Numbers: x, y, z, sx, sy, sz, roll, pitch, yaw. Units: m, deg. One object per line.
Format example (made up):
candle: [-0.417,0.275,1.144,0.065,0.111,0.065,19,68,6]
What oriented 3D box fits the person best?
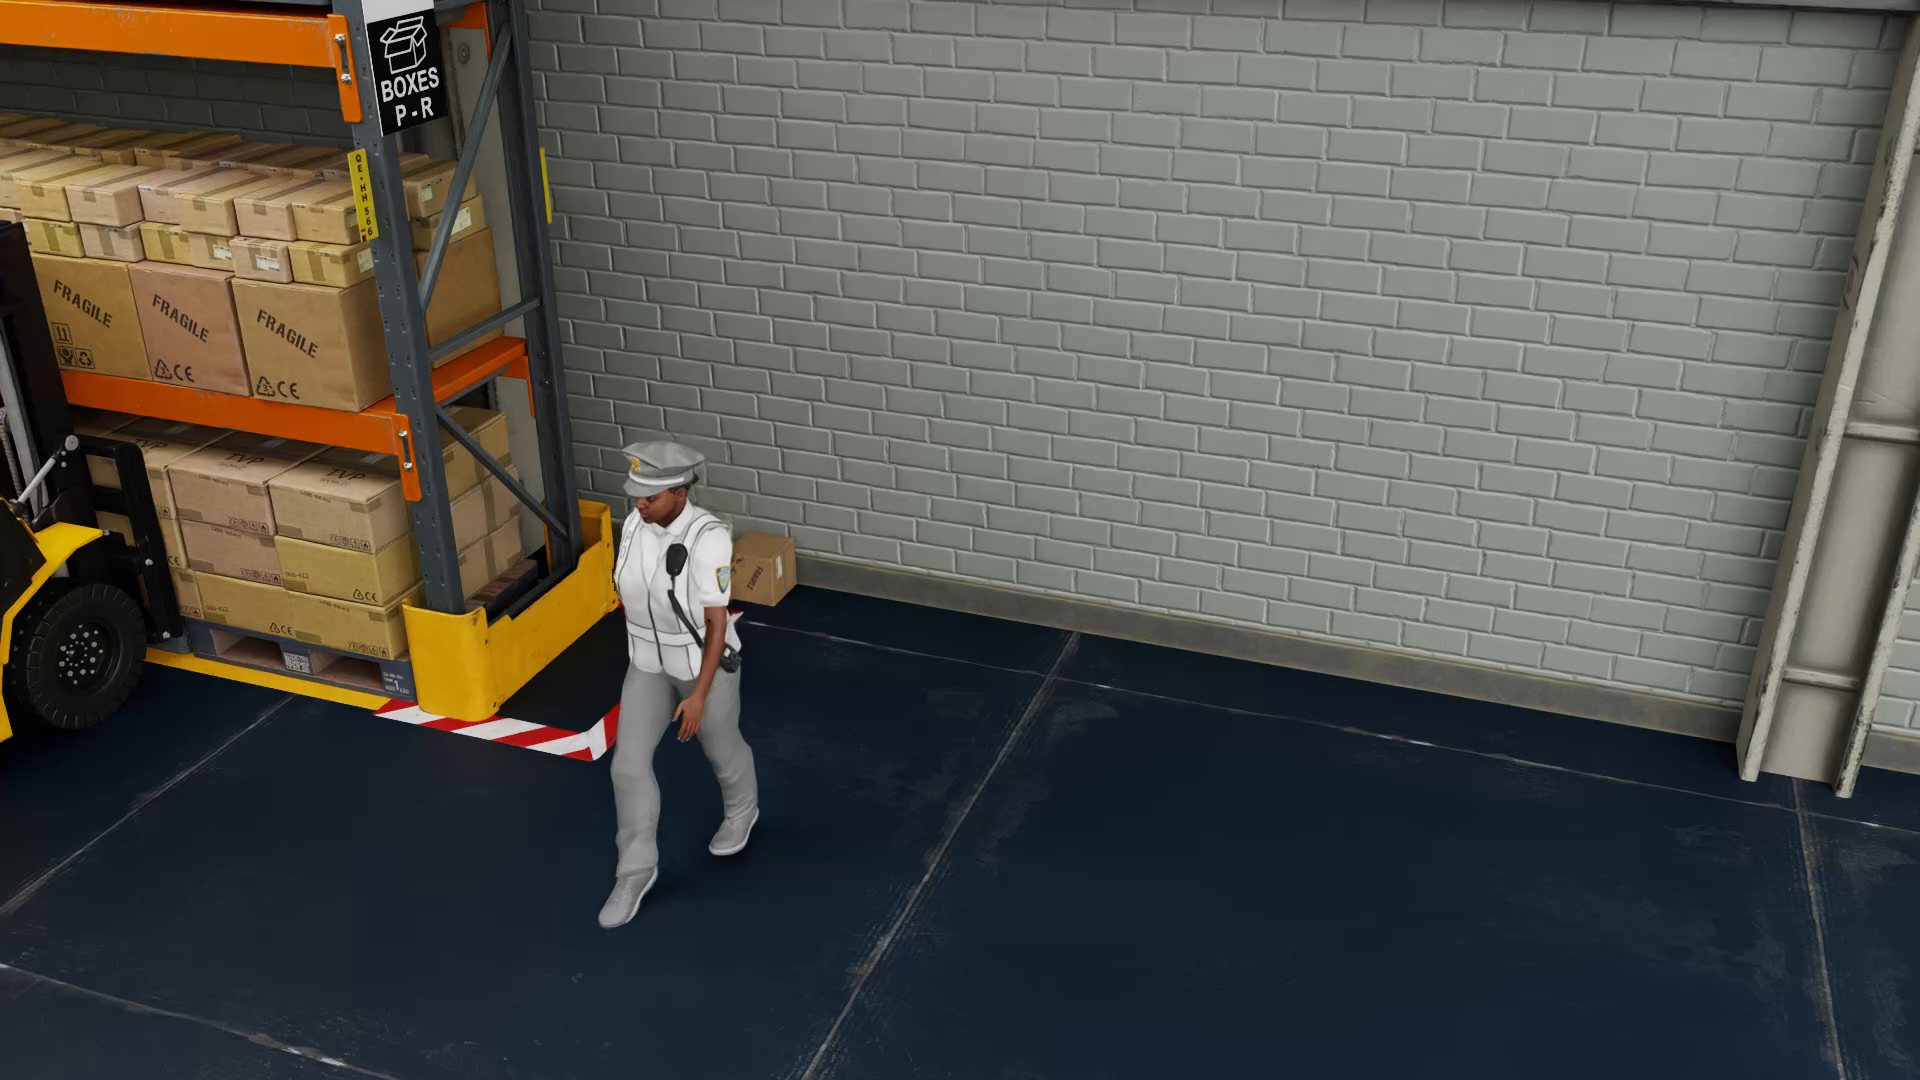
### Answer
person: [-0.971,0.472,5.644,0.457,1.699,0.745,11,28,21]
